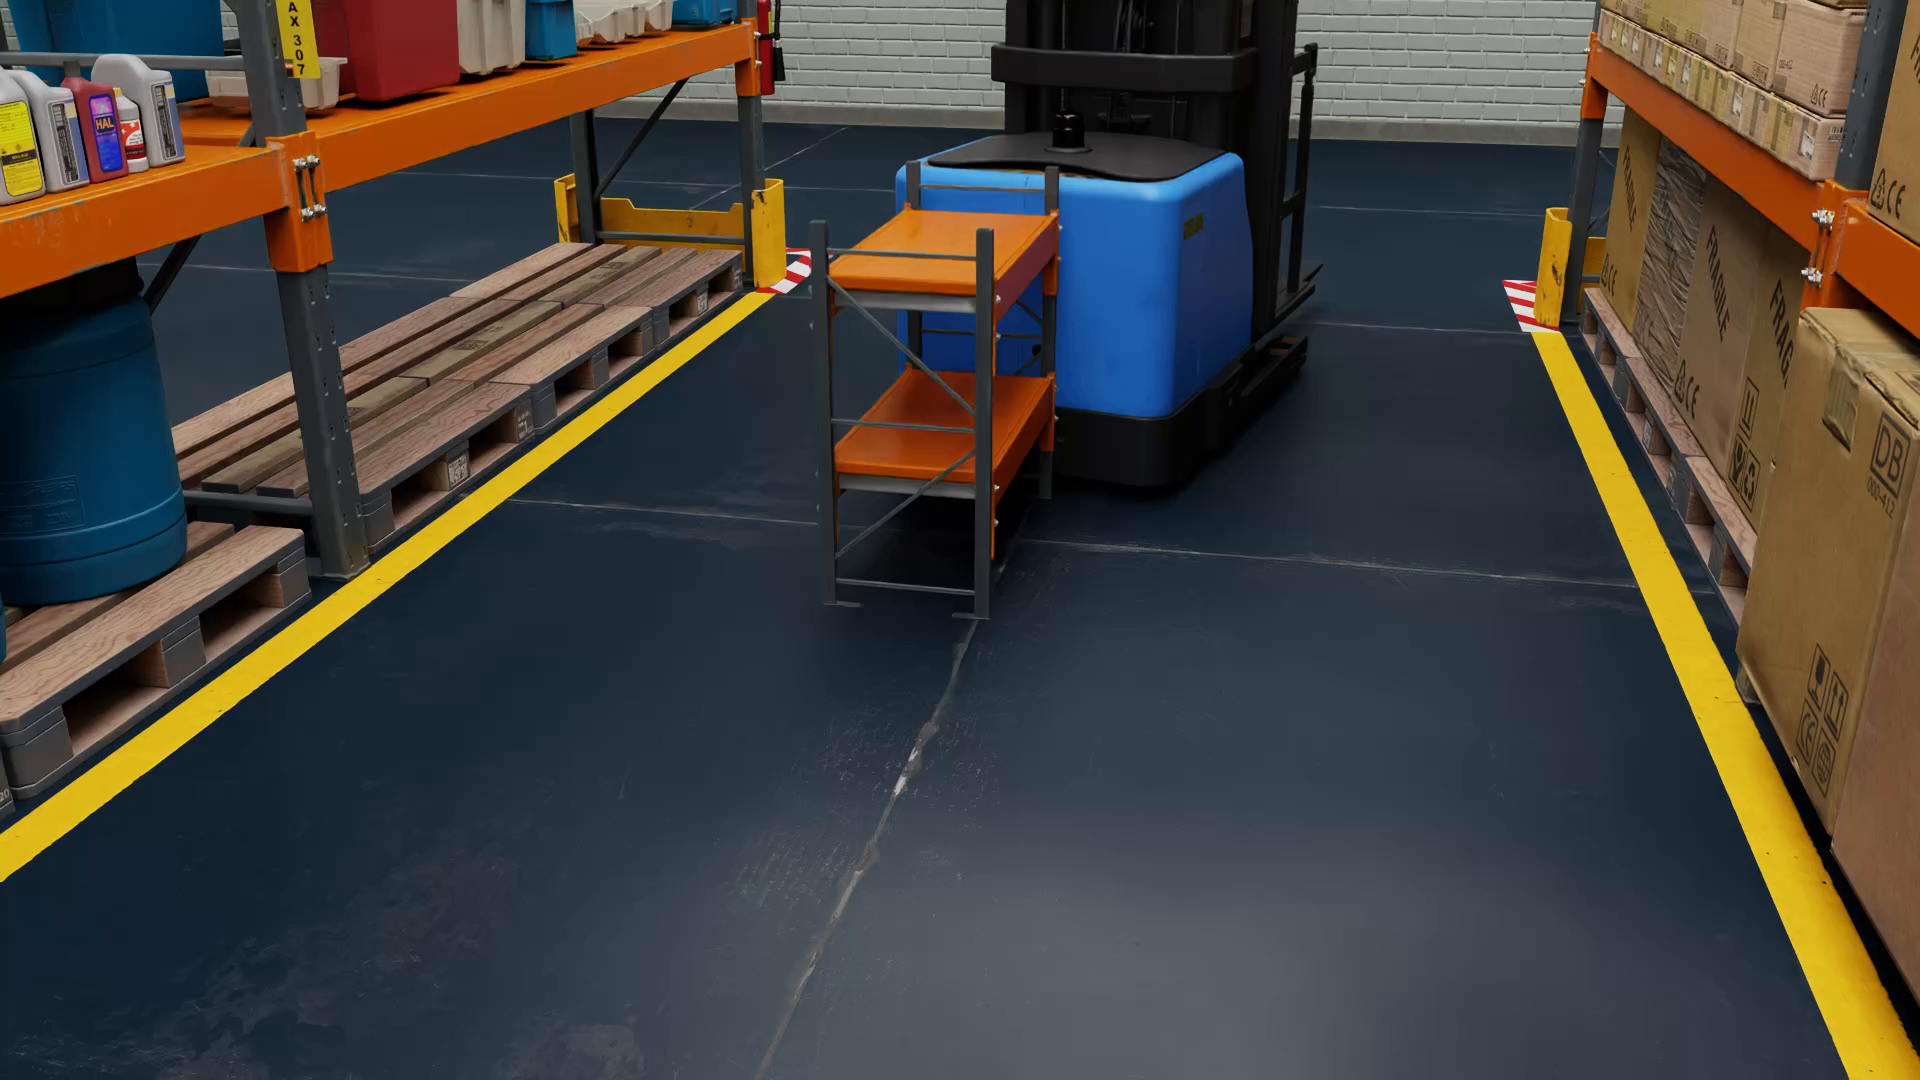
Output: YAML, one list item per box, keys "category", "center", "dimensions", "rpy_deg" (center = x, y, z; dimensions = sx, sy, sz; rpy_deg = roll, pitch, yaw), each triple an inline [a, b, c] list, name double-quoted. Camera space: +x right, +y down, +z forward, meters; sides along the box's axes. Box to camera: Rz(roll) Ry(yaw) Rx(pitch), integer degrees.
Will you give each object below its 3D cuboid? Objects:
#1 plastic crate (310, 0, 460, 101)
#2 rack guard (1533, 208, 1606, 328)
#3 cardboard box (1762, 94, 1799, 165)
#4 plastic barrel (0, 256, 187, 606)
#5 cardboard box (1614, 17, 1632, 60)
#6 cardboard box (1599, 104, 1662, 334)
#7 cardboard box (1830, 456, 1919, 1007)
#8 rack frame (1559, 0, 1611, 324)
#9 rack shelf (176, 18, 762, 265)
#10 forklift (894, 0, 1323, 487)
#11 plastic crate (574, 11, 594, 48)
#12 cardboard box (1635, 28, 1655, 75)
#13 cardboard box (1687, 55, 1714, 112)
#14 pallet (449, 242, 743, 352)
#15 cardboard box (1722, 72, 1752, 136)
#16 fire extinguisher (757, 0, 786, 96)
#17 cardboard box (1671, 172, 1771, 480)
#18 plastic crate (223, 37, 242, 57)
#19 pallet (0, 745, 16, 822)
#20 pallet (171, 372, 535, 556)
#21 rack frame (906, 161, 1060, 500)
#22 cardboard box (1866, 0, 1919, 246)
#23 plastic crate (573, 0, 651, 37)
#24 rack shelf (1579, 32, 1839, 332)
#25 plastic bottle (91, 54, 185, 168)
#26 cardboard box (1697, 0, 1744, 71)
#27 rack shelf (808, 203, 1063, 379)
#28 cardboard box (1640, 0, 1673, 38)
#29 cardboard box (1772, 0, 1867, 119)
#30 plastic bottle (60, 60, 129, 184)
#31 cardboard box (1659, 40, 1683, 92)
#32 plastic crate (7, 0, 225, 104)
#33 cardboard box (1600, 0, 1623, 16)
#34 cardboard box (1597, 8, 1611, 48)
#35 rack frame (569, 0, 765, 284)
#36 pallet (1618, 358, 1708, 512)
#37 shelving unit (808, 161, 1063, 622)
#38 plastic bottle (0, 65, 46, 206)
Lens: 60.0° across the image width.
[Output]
- category: "plastic crate"
  center: [-1.897, -1.688, 5.363]
  dimensions: [0.402, 0.464, 0.583]
  rpy_deg: [4, 22, 11]
- category: "rack guard"
  center: [3.346, -1.257, 7.807]
  dimensions: [1.175, 0.500, 0.348]
  rpy_deg: [4, 22, 11]
- category: "cardboard box"
  center: [2.318, -1.060, 4.306]
  dimensions: [0.380, 0.149, 0.250]
  rpy_deg: [5, 22, 12]
- category: "plastic barrel"
  center: [-2.452, -0.347, 4.446]
  dimensions: [0.600, 0.901, 0.708]
  rpy_deg: [4, 22, 11]
- category: "cardboard box"
  center: [2.842, -1.999, 6.639]
  dimensions: [0.380, 0.149, 0.250]
  rpy_deg: [4, 22, 10]
- category: "cardboard box"
  center: [3.288, -1.377, 7.040]
  dimensions: [0.875, 0.875, 0.875]
  rpy_deg: [4, 22, 11]
- category: "cardboard box"
  center: [2.232, 0.408, 2.608]
  dimensions: [1.225, 0.875, 0.875]
  rpy_deg: [4, 22, 9]
- category: "rack frame"
  center: [3.341, -2.408, 7.318]
  dimensions: [1.000, 3.000, 0.127]
  rpy_deg: [4, 22, 11]
- category: "rack shelf"
  center: [-1.916, -1.721, 6.574]
  dimensions: [1.077, 0.370, 4.000]
  rpy_deg: [4, 22, 11]
- category: "forklift"
  center: [0.837, -2.054, 6.531]
  dimensions: [1.130, 2.935, 3.031]
  rpy_deg: [10, 24, 23]
- category: "plastic crate"
  center: [-1.646, -2.061, 6.728]
  dimensions: [0.298, 0.136, 0.250]
  rpy_deg: [4, 22, 11]
- category: "cardboard box"
  center: [2.737, -1.811, 6.171]
  dimensions: [0.380, 0.149, 0.250]
  rpy_deg: [4, 22, 10]
- category: "cardboard box"
  center: [2.528, -1.435, 5.238]
  dimensions: [0.380, 0.149, 0.250]
  rpy_deg: [4, 22, 10]
- category: "pallet"
  center: [-1.714, -1.194, 8.035]
  dimensions: [1.003, 0.211, 1.213]
  rpy_deg: [4, 22, 11]
- category: "cardboard box"
  center: [2.423, -1.247, 4.772]
  dimensions: [0.380, 0.149, 0.250]
  rpy_deg: [5, 22, 12]
- category: "fire extinguisher"
  center: [-1.032, -2.597, 8.390]
  dimensions: [0.296, 0.674, 0.183]
  rpy_deg: [4, 22, 11]
- category: "cardboard box"
  center: [2.921, -0.719, 5.406]
  dimensions: [0.875, 0.875, 0.875]
  rpy_deg: [4, 22, 11]
- category: "plastic crate"
  center: [-2.359, -1.653, 5.731]
  dimensions: [0.437, 0.125, 0.590]
  rpy_deg: [4, 22, 11]
- category: "pallet"
  center: [-2.769, 0.697, 3.340]
  dimensions: [1.003, 0.211, 1.213]
  rpy_deg: [4, 22, 11]
- category: "pallet"
  center: [-2.212, -0.301, 5.819]
  dimensions: [1.003, 0.211, 1.213]
  rpy_deg: [4, 22, 11]
- category: "rack frame"
  center: [0.071, -0.684, 5.546]
  dimensions: [0.500, 1.125, 0.032]
  rpy_deg: [5, 22, 12]
- category: "cardboard box"
  center: [2.186, -0.843, 3.297]
  dimensions: [0.500, 0.500, 0.500]
  rpy_deg: [5, 22, 11]
- category: "plastic crate"
  center: [-1.570, -2.274, 7.258]
  dimensions: [0.396, 0.136, 0.243]
  rpy_deg: [4, 22, 11]
- category: "rack shelf"
  center: [2.933, -1.343, 5.636]
  dimensions: [1.077, 0.370, 4.000]
  rpy_deg: [4, 22, 11]
- category: "plastic bottle"
  center: [-2.088, -1.097, 4.227]
  dimensions: [0.152, 0.276, 0.135]
  rpy_deg: [4, 22, 11]
- category: "cardboard box"
  center: [2.565, -1.571, 5.043]
  dimensions: [0.500, 0.250, 0.500]
  rpy_deg: [5, 22, 12]
- category: "rack shelf"
  center: [-0.043, -0.770, 4.977]
  dimensions: [0.538, 0.278, 1.000]
  rpy_deg: [5, 22, 12]
- category: "cardboard box"
  center: [2.773, -1.948, 5.977]
  dimensions: [0.500, 0.250, 0.500]
  rpy_deg: [4, 22, 9]
- category: "cardboard box"
  center: [2.358, -1.195, 4.109]
  dimensions: [0.500, 0.250, 0.500]
  rpy_deg: [4, 22, 10]
- category: "plastic bottle"
  center: [-2.091, -1.012, 4.007]
  dimensions: [0.061, 0.283, 0.133]
  rpy_deg: [4, 22, 11]
- category: "cardboard box"
  center: [2.633, -1.624, 5.708]
  dimensions: [0.380, 0.149, 0.250]
  rpy_deg: [4, 22, 10]
- category: "plastic crate"
  center: [-2.563, -1.540, 5.103]
  dimensions: [0.392, 0.384, 0.575]
  rpy_deg: [4, 22, 11]
- category: "cardboard box"
  center: [2.978, -2.322, 6.906]
  dimensions: [0.500, 0.250, 0.500]
  rpy_deg: [4, 22, 9]
- category: "cardboard box"
  center: [2.945, -2.187, 7.105]
  dimensions: [0.380, 0.149, 0.250]
  rpy_deg: [5, 22, 12]
- category: "rack frame"
  center: [-1.508, -2.786, 8.255]
  dimensions: [1.000, 3.000, 0.127]
  rpy_deg: [4, 22, 11]
- category: "pallet"
  center: [3.003, -0.371, 5.993]
  dimensions: [1.003, 0.211, 1.213]
  rpy_deg: [4, 22, 11]
- category: "shelving unit"
  center: [-0.043, -0.499, 5.087]
  dimensions: [0.538, 1.125, 1.048]
  rpy_deg: [5, 22, 12]
- category: "plastic bottle"
  center: [-2.191, -0.939, 3.736]
  dimensions: [0.144, 0.351, 0.185]
  rpy_deg: [4, 22, 11]
